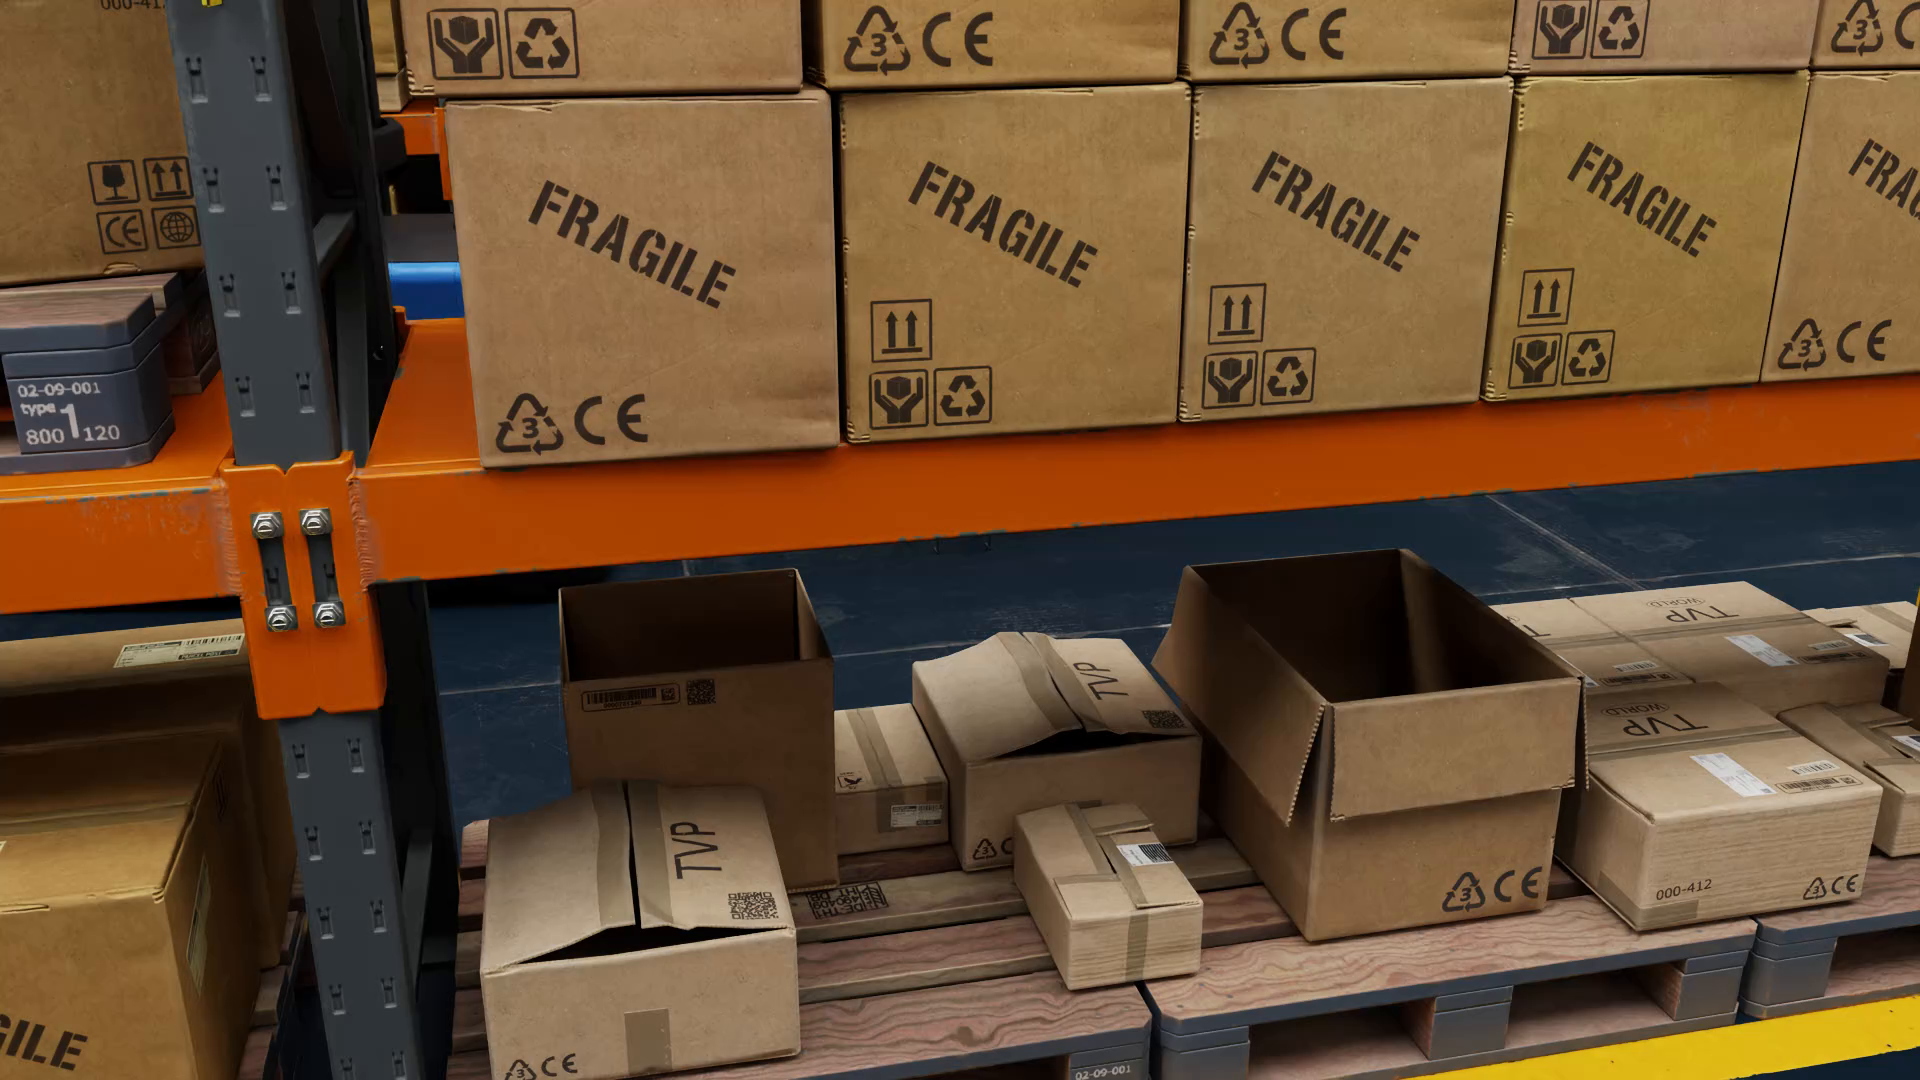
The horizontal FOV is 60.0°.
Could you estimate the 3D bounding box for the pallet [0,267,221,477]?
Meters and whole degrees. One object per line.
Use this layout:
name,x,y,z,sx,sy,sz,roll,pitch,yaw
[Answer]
pallet,-1.829,-0.318,2.601,1.213,0.211,1.003,-5,21,-12

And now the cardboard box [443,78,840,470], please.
cardboard box,-0.467,-0.431,2.484,0.500,0.500,0.500,-4,21,-11

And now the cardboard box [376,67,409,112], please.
cardboard box,-2.433,-1.862,6.874,0.250,0.149,0.380,-4,21,-12

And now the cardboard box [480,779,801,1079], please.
cardboard box,-0.568,0.660,2.920,0.500,0.311,0.500,-5,21,-12

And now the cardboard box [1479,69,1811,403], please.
cardboard box,1.012,-0.552,2.815,0.500,0.500,0.500,-5,21,-13

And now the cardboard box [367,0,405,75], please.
cardboard box,-2.561,-2.168,6.764,0.500,0.500,0.500,-5,21,-13

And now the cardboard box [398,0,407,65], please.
cardboard box,-2.675,-2.337,7.225,0.500,0.500,0.500,-5,21,-14

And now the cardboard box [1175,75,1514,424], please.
cardboard box,0.518,-0.511,2.704,0.500,0.500,0.500,-5,21,-13

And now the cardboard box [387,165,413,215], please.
cardboard box,-2.772,-1.185,7.204,0.750,0.750,0.750,-4,21,-12

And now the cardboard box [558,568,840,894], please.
cardboard box,-0.537,0.392,3.377,0.500,0.500,0.500,-5,21,-12

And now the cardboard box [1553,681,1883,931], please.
cardboard box,1.463,0.524,3.382,0.500,0.250,0.500,-5,21,-12

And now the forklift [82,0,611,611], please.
forklift,-2.653,-1.338,5.207,3.031,2.935,1.130,-1,20,-2

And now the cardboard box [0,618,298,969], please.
cardboard box,-1.553,0.489,3.113,0.500,0.500,0.500,-6,21,-15

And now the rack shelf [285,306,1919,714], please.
rack shelf,0.920,-0.255,3.196,4.000,0.370,1.077,-5,21,-12

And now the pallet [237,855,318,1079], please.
pallet,-1.809,0.952,2.910,1.213,0.211,1.003,-5,21,-12

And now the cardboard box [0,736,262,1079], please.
cardboard box,-1.440,0.667,2.626,0.500,0.500,0.500,-5,21,-13

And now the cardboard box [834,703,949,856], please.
cardboard box,-0.186,0.508,3.573,0.250,0.149,0.380,-5,21,-12

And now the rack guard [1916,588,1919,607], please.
rack guard,2.793,0.428,3.918,0.348,0.500,1.175,-5,21,-12

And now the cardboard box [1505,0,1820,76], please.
cardboard box,1.002,-1.017,2.631,0.500,0.500,0.500,-4,20,-11

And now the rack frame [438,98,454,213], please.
rack frame,-2.169,-2.093,7.166,0.127,3.000,1.000,-5,21,-12

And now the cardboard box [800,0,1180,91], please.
cardboard box,-0.001,-0.935,2.408,0.500,0.500,0.500,-5,21,-14

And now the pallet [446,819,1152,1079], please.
pallet,-0.357,0.821,3.268,1.213,0.211,1.003,-5,21,-12

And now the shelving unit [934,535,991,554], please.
shelving unit,-0.014,-0.562,5.605,0.189,1.200,0.258,-5,21,-12

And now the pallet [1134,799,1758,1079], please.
pallet,0.832,0.723,3.535,1.213,0.211,1.003,-5,21,-12

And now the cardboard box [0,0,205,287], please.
cardboard box,-1.538,-0.716,2.653,0.500,0.500,0.700,-13,24,-31

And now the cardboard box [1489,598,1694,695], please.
cardboard box,1.299,0.360,3.828,0.500,0.250,0.500,-5,21,-12

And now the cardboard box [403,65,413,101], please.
cardboard box,-2.541,-2.024,7.315,0.250,0.149,0.380,-5,21,-14

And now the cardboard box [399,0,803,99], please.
cardboard box,-0.503,-0.894,2.296,0.500,0.500,0.500,-4,21,-11

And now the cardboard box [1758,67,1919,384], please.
cardboard box,1.503,-0.592,2.924,0.500,0.500,0.500,-4,21,-12

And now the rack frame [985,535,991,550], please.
rack frame,0.075,-0.569,5.625,0.006,1.200,0.240,-5,21,-12

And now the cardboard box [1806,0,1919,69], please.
cardboard box,1.502,-1.058,2.742,0.500,0.500,0.500,-4,21,-11

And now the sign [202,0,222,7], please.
sign,-0.895,-0.793,1.935,0.005,0.325,0.100,-5,21,-12

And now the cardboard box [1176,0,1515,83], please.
cardboard box,0.500,-0.976,2.518,0.500,0.500,0.500,-5,21,-14

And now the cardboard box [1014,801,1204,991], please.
cardboard box,0.272,0.656,3.141,0.250,0.166,0.380,-5,21,-12

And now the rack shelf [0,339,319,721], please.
rack shelf,-2.972,0.061,2.332,4.000,0.370,1.077,-5,21,-12

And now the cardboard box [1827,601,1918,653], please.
cardboard box,2.380,0.299,4.143,0.250,0.149,0.380,-5,21,-12

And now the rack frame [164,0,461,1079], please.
rack frame,-1.026,-0.435,2.640,0.127,3.000,1.000,-5,21,-12

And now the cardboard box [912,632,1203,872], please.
cardboard box,0.193,0.422,3.572,0.500,0.311,0.500,-5,21,-12

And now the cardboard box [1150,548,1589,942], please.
cardboard box,0.801,0.380,3.405,0.637,0.503,0.797,-5,21,-12

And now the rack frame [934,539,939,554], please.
rack frame,-0.103,-0.555,5.585,0.006,1.200,0.240,-5,21,-12

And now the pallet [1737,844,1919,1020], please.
pallet,2.017,0.628,3.795,1.213,0.211,1.003,-5,21,-12

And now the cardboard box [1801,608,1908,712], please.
cardboard box,2.137,0.310,4.086,0.250,0.166,0.380,-5,21,-12

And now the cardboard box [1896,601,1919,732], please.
cardboard box,2.394,0.341,3.516,0.500,0.500,0.500,-5,21,-12

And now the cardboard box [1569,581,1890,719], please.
cardboard box,1.786,0.321,3.936,0.500,0.250,0.500,-5,21,-12

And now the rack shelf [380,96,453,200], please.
rack shelf,-4.116,-1.596,6.858,4.000,0.370,1.077,-5,21,-12

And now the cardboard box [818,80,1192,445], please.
cardboard box,0.030,-0.472,2.598,0.500,0.500,0.500,-4,21,-12

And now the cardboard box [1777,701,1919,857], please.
cardboard box,1.979,0.500,3.569,0.250,0.166,0.380,-5,21,-12
